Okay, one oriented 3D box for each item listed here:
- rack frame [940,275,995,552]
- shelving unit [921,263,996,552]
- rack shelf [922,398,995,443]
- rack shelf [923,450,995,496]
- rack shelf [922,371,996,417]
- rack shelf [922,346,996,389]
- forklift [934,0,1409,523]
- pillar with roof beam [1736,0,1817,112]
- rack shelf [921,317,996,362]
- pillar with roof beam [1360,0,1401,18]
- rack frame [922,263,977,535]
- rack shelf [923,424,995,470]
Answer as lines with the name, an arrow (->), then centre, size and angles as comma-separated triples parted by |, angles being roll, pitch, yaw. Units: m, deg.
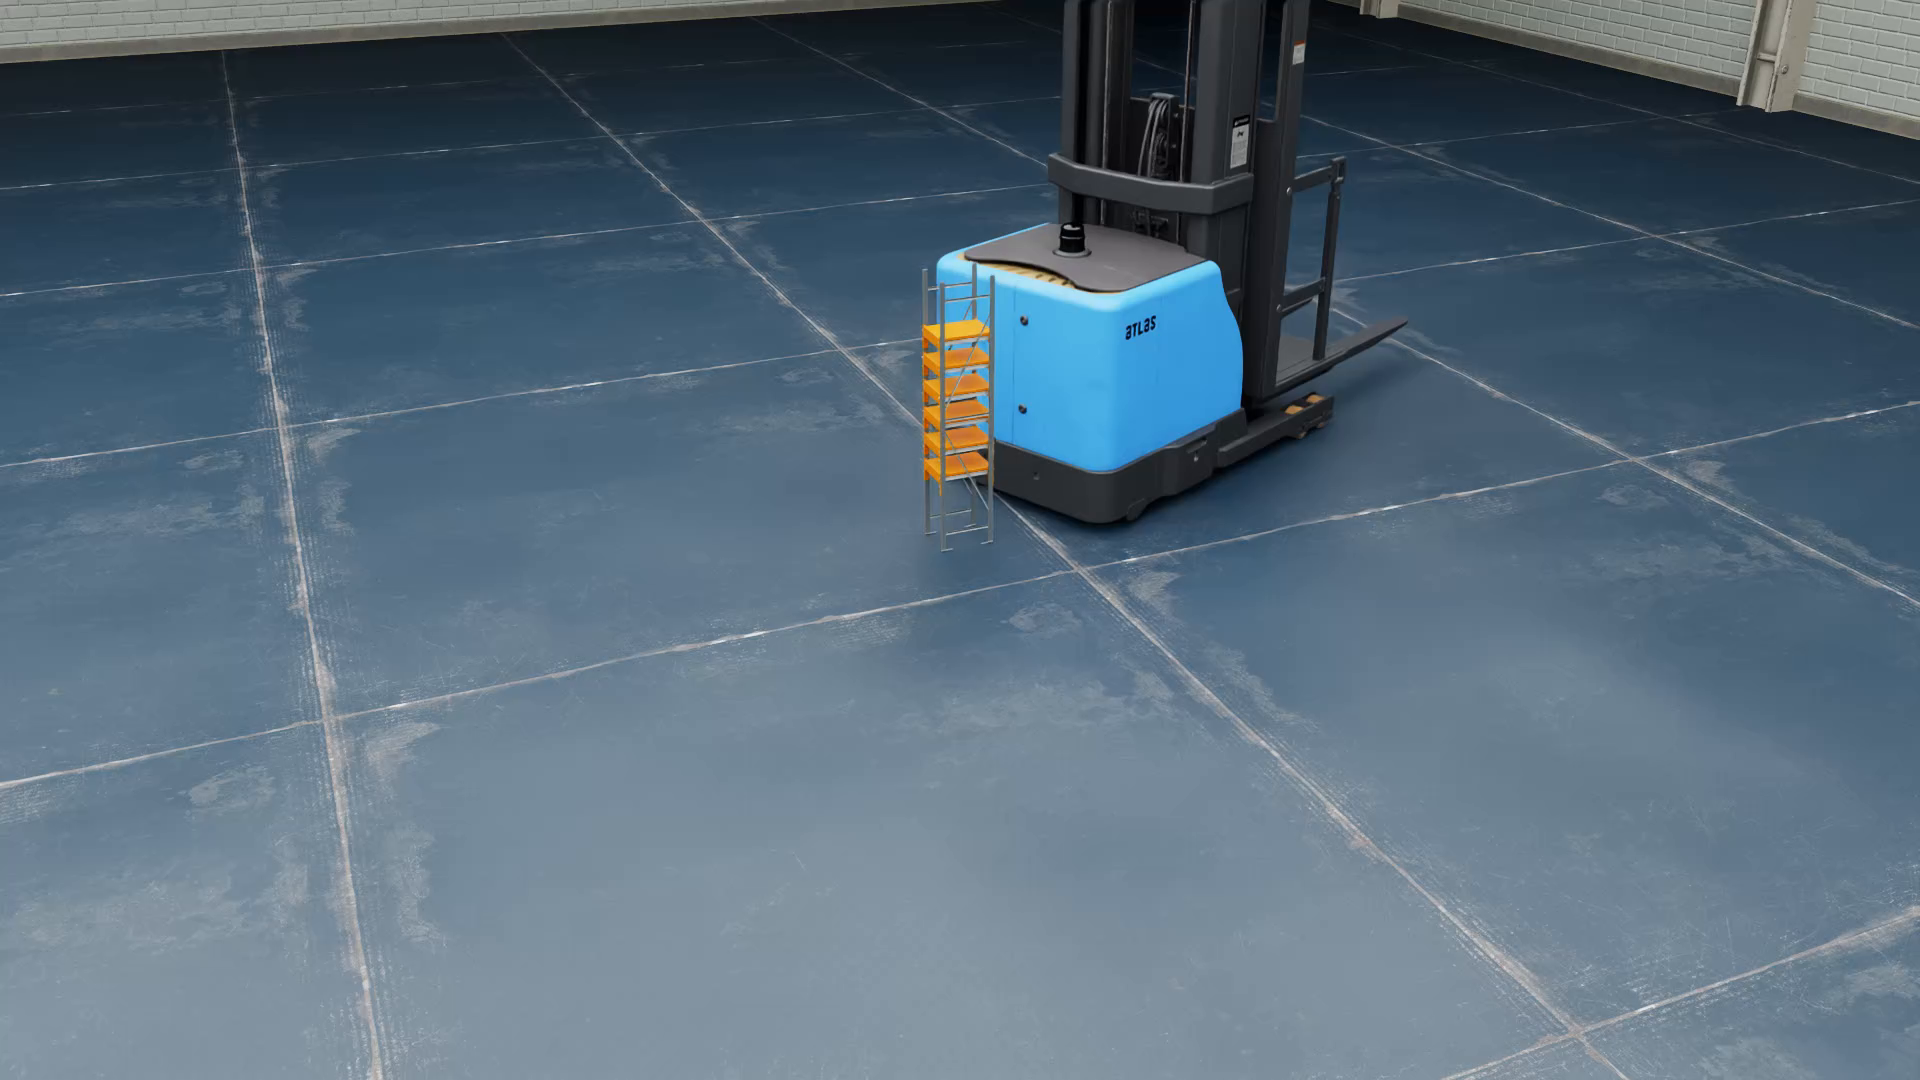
rack frame -> 0.030, -0.508, 6.923 | 0.240, 1.200, 0.006 | -11, 28, -21
shelving unit -> -0.006, -0.545, 6.999 | 0.258, 1.200, 0.189 | -11, 28, -21
rack shelf -> -0.006, -0.505, 7.018 | 0.258, 0.103, 0.180 | -11, 28, -21
rack shelf -> -0.006, -0.289, 7.124 | 0.258, 0.103, 0.180 | -11, 28, -21
rack shelf -> -0.006, -0.613, 6.966 | 0.258, 0.103, 0.180 | -11, 28, -21
rack shelf -> -0.006, -0.721, 6.913 | 0.258, 0.103, 0.180 | -11, 28, -21
forklift -> 1.240, -1.952, 7.907 | 1.130, 2.935, 3.031 | 22, 33, 37
pillar with roof beam -> 3.555, -7.349, 12.045 | 9.100, 9.000, 0.400 | -11, 28, -21
rack shelf -> -0.006, -0.829, 6.860 | 0.258, 0.103, 0.180 | -11, 28, -21
pillar with roof beam -> 1.206, -9.771, 17.006 | 9.100, 9.000, 0.400 | -11, 28, -21
rack frame -> -0.042, -0.582, 7.074 | 0.240, 1.200, 0.006 | -11, 28, -21
rack shelf -> -0.006, -0.397, 7.071 | 0.258, 0.103, 0.180 | -11, 28, -21
